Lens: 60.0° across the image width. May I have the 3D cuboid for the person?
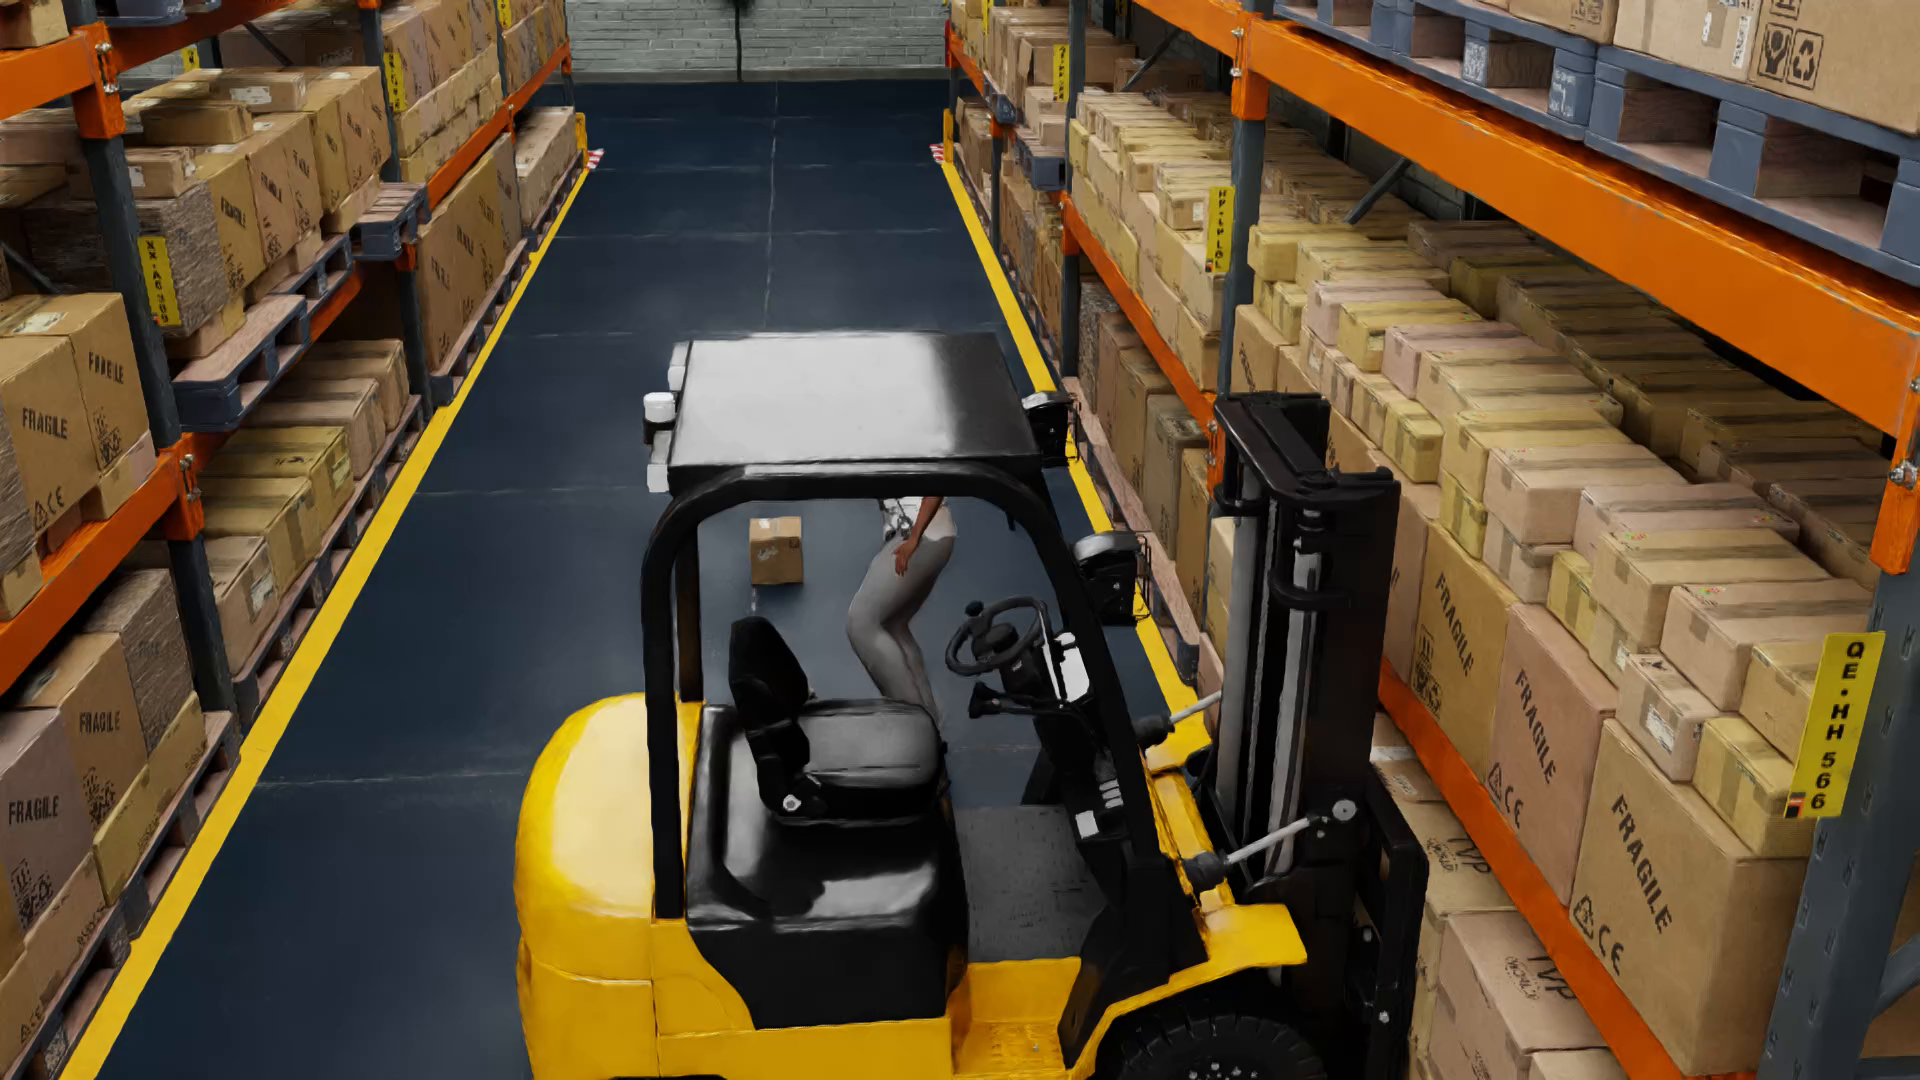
[{"bbox_3d":[-0.276,0.045,6.642,0.544,1.536,0.864,0,24,-1],"label":"person"}]
